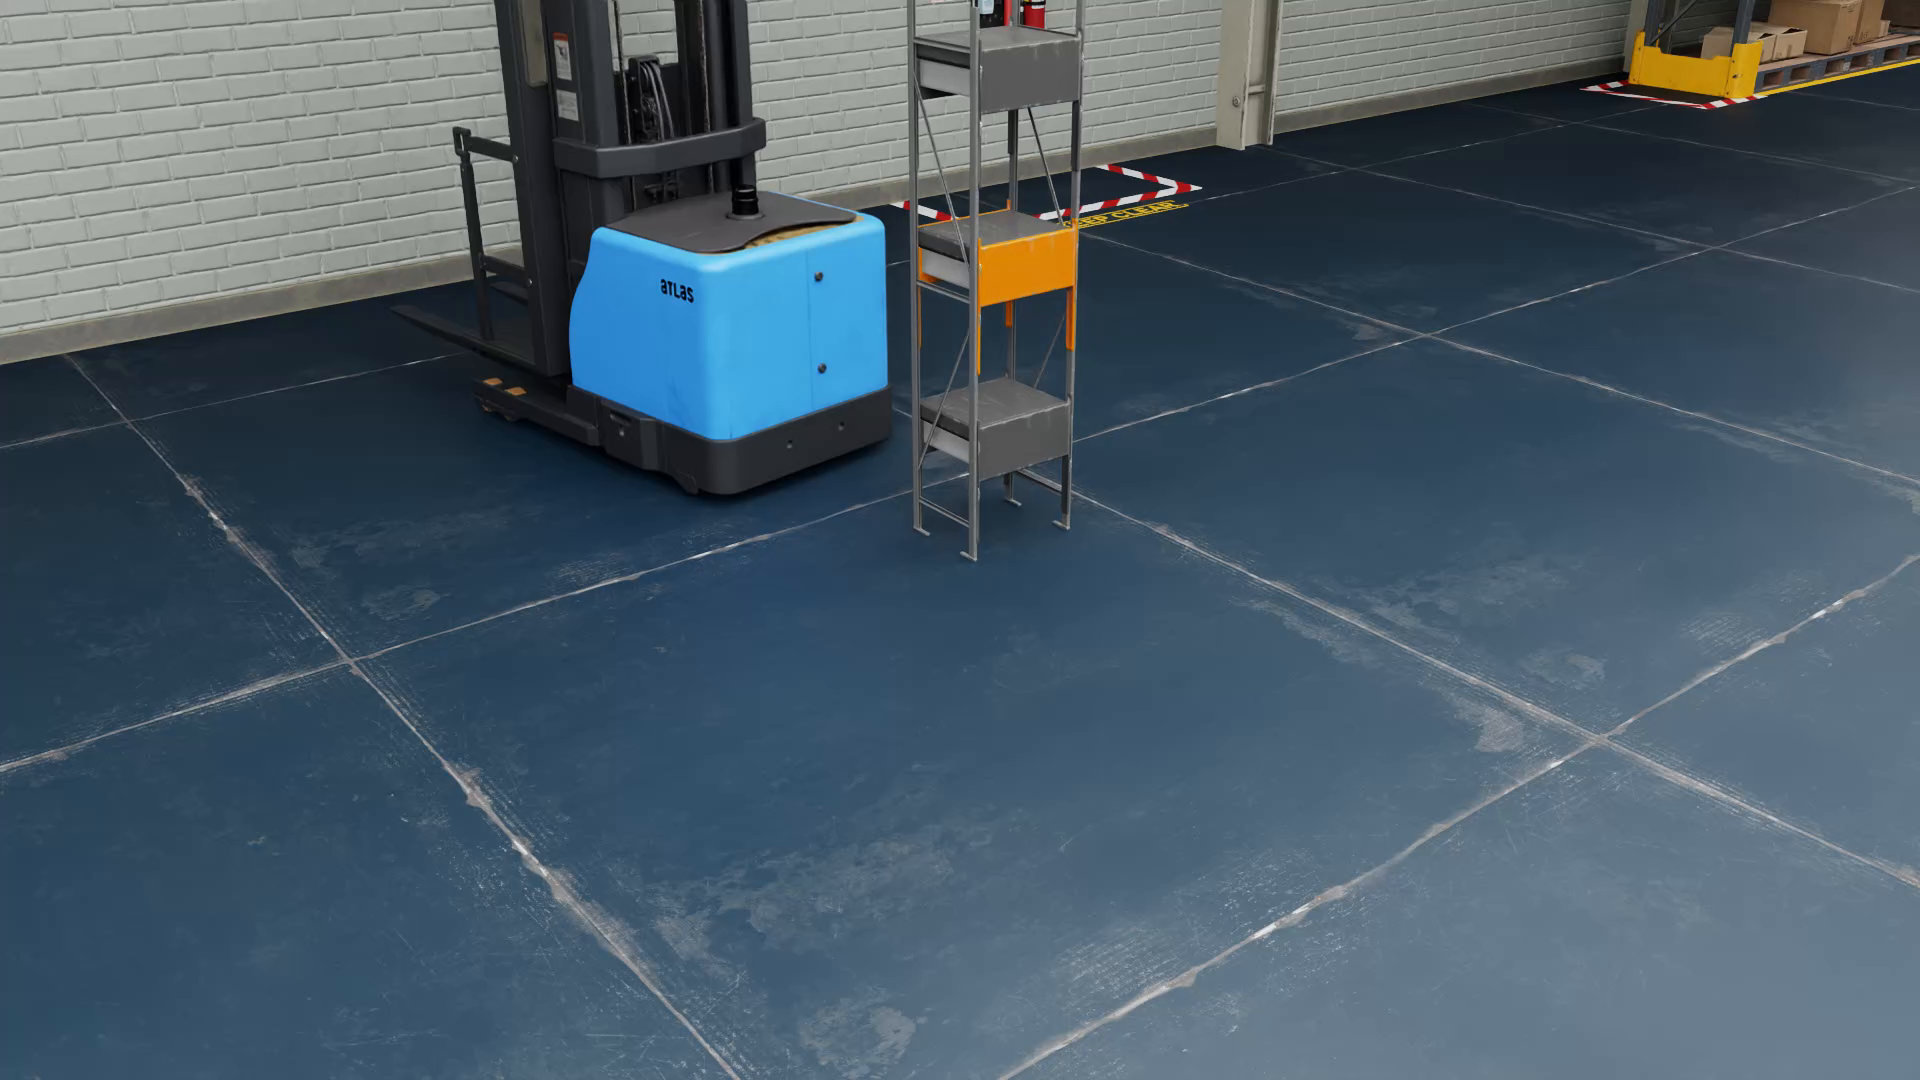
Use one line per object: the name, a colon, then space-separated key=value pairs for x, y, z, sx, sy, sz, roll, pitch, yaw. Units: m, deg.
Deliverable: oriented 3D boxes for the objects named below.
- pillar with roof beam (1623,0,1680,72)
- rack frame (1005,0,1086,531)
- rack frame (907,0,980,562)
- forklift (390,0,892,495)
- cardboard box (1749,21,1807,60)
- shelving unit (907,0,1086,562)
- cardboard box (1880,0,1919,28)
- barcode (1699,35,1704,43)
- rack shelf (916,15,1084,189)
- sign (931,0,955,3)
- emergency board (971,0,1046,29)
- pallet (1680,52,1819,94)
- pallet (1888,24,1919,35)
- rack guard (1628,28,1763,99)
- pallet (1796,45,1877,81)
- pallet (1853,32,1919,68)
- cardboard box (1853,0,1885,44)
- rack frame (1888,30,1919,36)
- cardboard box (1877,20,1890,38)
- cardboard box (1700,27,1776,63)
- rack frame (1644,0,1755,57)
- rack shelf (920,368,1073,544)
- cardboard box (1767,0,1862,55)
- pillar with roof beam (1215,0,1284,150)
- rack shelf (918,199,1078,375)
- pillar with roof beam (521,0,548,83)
pillar with roof beam: x=9.737 y=-7.513 z=12.249 sx=0.400 sy=9.000 sz=9.100 roll=-18 pitch=31 yaw=-34
rack frame: x=0.322 y=-1.059 z=6.537 sx=0.015 sy=2.100 sz=0.400 roll=-18 pitch=31 yaw=-34
rack frame: x=-0.062 y=-0.932 z=6.264 sx=0.015 sy=2.100 sz=0.400 roll=-18 pitch=31 yaw=-34
forklift: x=-1.726 y=-2.035 z=7.653 sx=3.031 sy=2.935 sz=1.130 roll=22 pitch=33 yaw=39
cardboard box: x=8.112 y=-5.028 z=16.691 sx=0.500 sy=0.311 sz=0.500 roll=-15 pitch=29 yaw=-30
shelving unit: x=0.130 y=-0.995 z=6.401 sx=0.503 sy=2.100 sz=0.431 roll=-18 pitch=31 yaw=-34
cardboard box: x=10.780 y=-6.051 z=18.672 sx=0.500 sy=0.500 sz=0.700 roll=-17 pitch=30 yaw=-32
barcode: x=7.431 y=-5.021 z=16.666 sx=0.075 sy=0.075 sz=0.001 roll=-18 pitch=31 yaw=-34
rack shelf: x=0.130 y=-1.618 z=6.112 sx=0.480 sy=0.518 sz=0.431 roll=-18 pitch=31 yaw=-34
sign: x=-0.108 y=-3.937 z=11.627 sx=0.234 sy=0.329 sz=0.001 roll=-18 pitch=31 yaw=-34
emergency board: x=0.391 y=-4.030 z=11.870 sx=0.643 sy=1.169 sz=0.194 roll=-18 pitch=31 yaw=-34
pallet: x=7.784 y=-4.704 z=16.635 sx=1.213 sy=0.211 sz=1.003 roll=-18 pitch=31 yaw=-34
pallet: x=10.823 y=-5.727 z=18.838 sx=1.213 sy=0.211 sz=1.003 roll=-18 pitch=31 yaw=-34
rack guard: x=7.123 y=-4.636 z=16.144 sx=0.348 sy=0.500 sz=1.175 roll=-18 pitch=31 yaw=-34
pallet: x=8.744 y=-5.019 z=17.314 sx=1.213 sy=0.211 sz=1.003 roll=-18 pitch=31 yaw=-34
pallet: x=9.705 y=-5.338 z=18.000 sx=1.213 sy=0.211 sz=1.003 roll=-18 pitch=31 yaw=-34
cardboard box: x=9.419 y=-5.572 z=17.639 sx=0.500 sy=0.500 sz=0.500 roll=-21 pitch=32 yaw=-38
rack frame: x=10.211 y=-6.789 z=17.814 sx=0.127 sy=3.000 sz=1.000 roll=-18 pitch=31 yaw=-34
cardboard box: x=9.809 y=-5.554 z=17.997 sx=0.380 sy=0.166 sz=0.250 roll=22 pitch=33 yaw=39
cardboard box: x=7.664 y=-4.879 z=16.372 sx=0.500 sy=0.311 sz=0.500 roll=-23 pitch=33 yaw=-40
rack frame: x=7.064 y=-5.750 z=15.576 sx=0.127 sy=3.000 sz=1.000 roll=-18 pitch=31 yaw=-34
rack shelf: x=0.130 y=-0.348 z=6.701 sx=0.480 sy=0.518 sz=0.431 roll=-18 pitch=31 yaw=-34
cardboard box: x=8.720 y=-5.287 z=17.026 sx=0.500 sy=0.500 sz=0.700 roll=-21 pitch=32 yaw=-37
pillar with roof beam: x=5.016 y=-5.954 z=8.891 sx=0.400 sy=9.000 sz=9.100 roll=-18 pitch=31 yaw=-34
rack shelf: x=0.130 y=-0.983 z=6.406 sx=0.480 sy=0.518 sz=0.431 roll=-18 pitch=31 yaw=-34
pillar with roof beam: x=0.294 y=-4.396 z=5.532 sx=0.400 sy=9.000 sz=9.100 roll=-18 pitch=31 yaw=-34
